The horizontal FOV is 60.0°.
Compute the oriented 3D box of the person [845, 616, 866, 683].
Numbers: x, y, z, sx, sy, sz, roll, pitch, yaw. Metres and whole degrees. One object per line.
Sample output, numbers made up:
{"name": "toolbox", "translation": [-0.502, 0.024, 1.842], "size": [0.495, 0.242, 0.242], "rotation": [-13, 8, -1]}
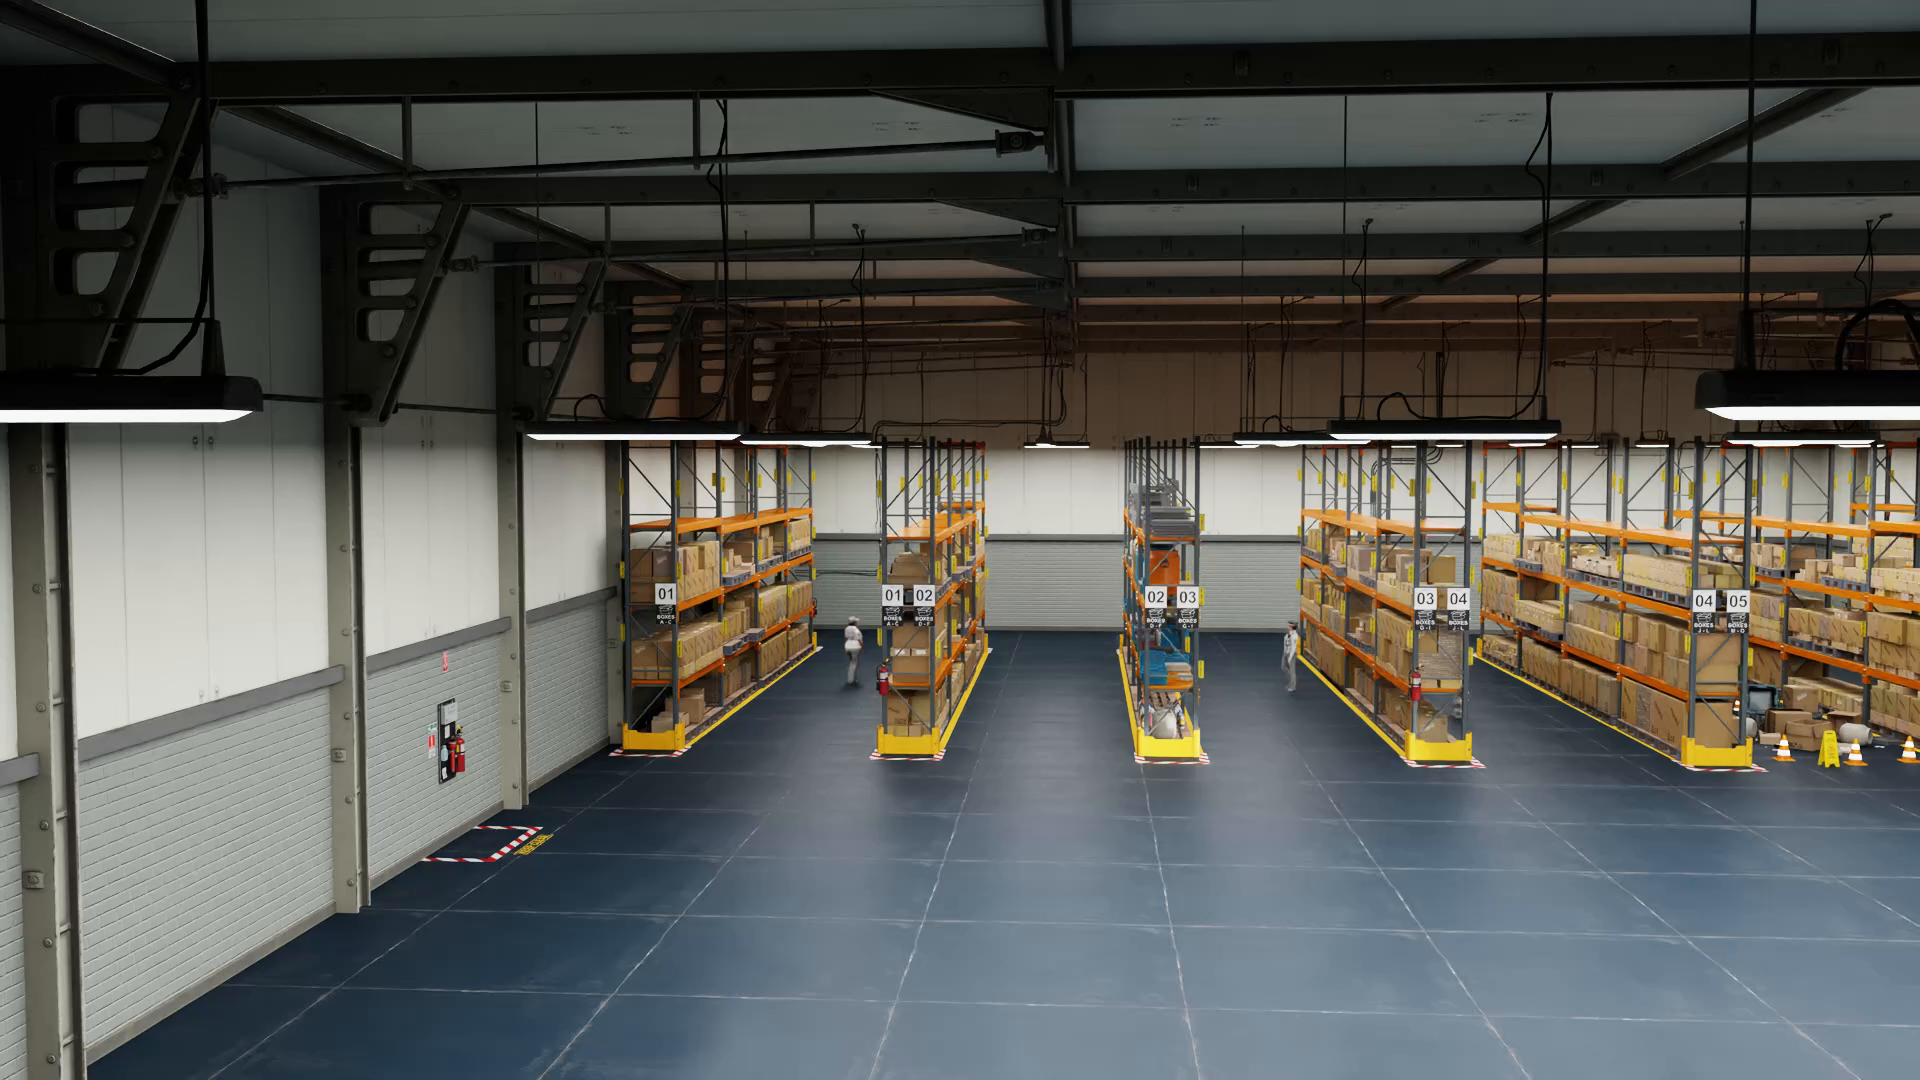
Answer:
{"name": "person", "translation": [-2.574, 2.716, 40.861], "size": [0.499, 1.695, 0.466], "rotation": [3, 4, 42]}

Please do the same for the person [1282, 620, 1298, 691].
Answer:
{"name": "person", "translation": [7.912, 2.767, 39.792], "size": [0.383, 1.690, 0.568], "rotation": [-1, 3, -15]}

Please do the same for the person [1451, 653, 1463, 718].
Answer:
{"name": "person", "translation": [10.726, 2.905, 35.862], "size": [0.438, 1.793, 0.589], "rotation": [-1, 3, -20]}

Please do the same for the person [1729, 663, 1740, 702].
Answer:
{"name": "person", "translation": [17.559, 2.804, 37.759], "size": [0.605, 1.822, 0.542], "rotation": [0, 3, -9]}
